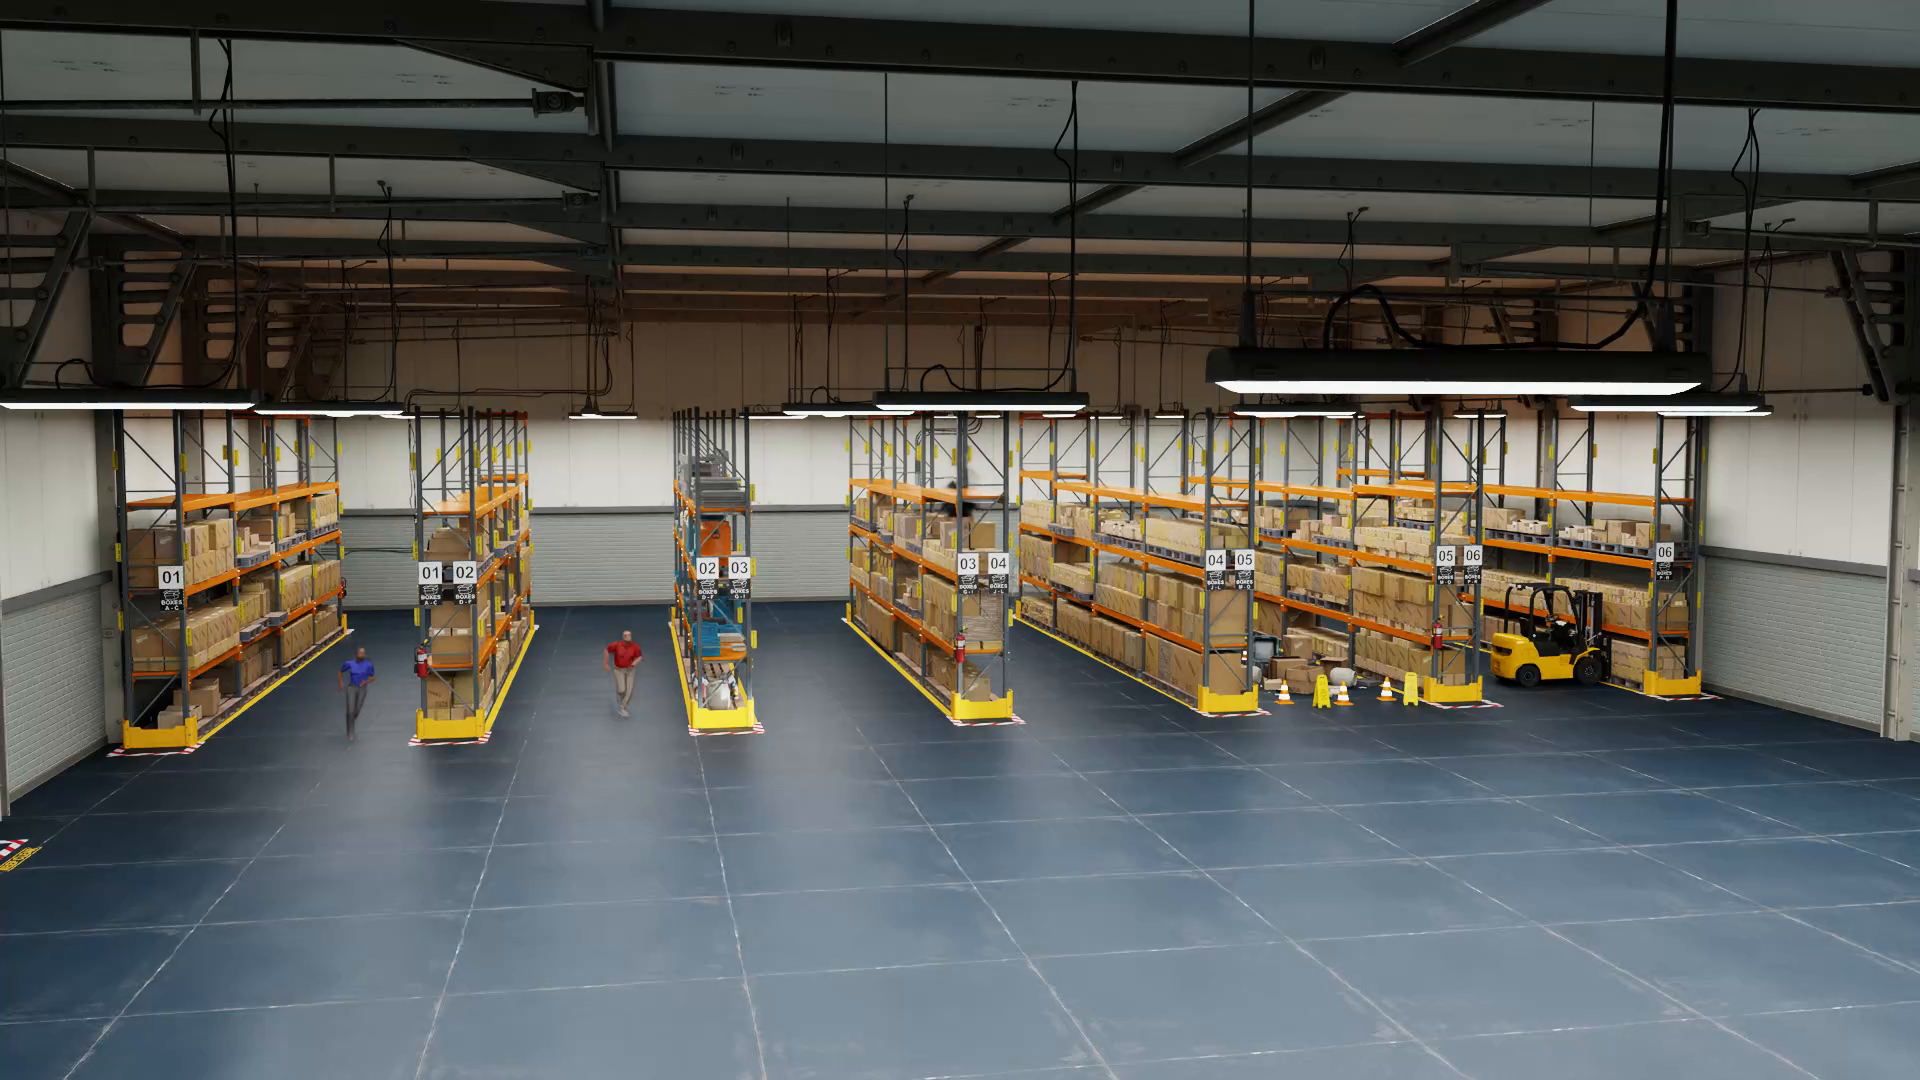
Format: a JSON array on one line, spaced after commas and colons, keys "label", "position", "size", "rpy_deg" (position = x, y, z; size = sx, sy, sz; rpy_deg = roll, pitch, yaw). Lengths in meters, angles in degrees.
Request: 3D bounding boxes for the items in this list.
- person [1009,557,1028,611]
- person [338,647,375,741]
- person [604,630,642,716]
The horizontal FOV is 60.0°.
[{"label": "person", "position": [1.798, 1.308, 49.794], "size": [0.809, 1.805, 0.741], "rpy_deg": [-2, 4, -25]}, {"label": "person", "position": [-10.958, 2.827, 30.238], "size": [0.618, 1.576, 0.836], "rpy_deg": [-3, 5, -32]}, {"label": "person", "position": [-6.525, 2.596, 32.339], "size": [0.706, 1.680, 0.667], "rpy_deg": [-2, 4, -23]}]
